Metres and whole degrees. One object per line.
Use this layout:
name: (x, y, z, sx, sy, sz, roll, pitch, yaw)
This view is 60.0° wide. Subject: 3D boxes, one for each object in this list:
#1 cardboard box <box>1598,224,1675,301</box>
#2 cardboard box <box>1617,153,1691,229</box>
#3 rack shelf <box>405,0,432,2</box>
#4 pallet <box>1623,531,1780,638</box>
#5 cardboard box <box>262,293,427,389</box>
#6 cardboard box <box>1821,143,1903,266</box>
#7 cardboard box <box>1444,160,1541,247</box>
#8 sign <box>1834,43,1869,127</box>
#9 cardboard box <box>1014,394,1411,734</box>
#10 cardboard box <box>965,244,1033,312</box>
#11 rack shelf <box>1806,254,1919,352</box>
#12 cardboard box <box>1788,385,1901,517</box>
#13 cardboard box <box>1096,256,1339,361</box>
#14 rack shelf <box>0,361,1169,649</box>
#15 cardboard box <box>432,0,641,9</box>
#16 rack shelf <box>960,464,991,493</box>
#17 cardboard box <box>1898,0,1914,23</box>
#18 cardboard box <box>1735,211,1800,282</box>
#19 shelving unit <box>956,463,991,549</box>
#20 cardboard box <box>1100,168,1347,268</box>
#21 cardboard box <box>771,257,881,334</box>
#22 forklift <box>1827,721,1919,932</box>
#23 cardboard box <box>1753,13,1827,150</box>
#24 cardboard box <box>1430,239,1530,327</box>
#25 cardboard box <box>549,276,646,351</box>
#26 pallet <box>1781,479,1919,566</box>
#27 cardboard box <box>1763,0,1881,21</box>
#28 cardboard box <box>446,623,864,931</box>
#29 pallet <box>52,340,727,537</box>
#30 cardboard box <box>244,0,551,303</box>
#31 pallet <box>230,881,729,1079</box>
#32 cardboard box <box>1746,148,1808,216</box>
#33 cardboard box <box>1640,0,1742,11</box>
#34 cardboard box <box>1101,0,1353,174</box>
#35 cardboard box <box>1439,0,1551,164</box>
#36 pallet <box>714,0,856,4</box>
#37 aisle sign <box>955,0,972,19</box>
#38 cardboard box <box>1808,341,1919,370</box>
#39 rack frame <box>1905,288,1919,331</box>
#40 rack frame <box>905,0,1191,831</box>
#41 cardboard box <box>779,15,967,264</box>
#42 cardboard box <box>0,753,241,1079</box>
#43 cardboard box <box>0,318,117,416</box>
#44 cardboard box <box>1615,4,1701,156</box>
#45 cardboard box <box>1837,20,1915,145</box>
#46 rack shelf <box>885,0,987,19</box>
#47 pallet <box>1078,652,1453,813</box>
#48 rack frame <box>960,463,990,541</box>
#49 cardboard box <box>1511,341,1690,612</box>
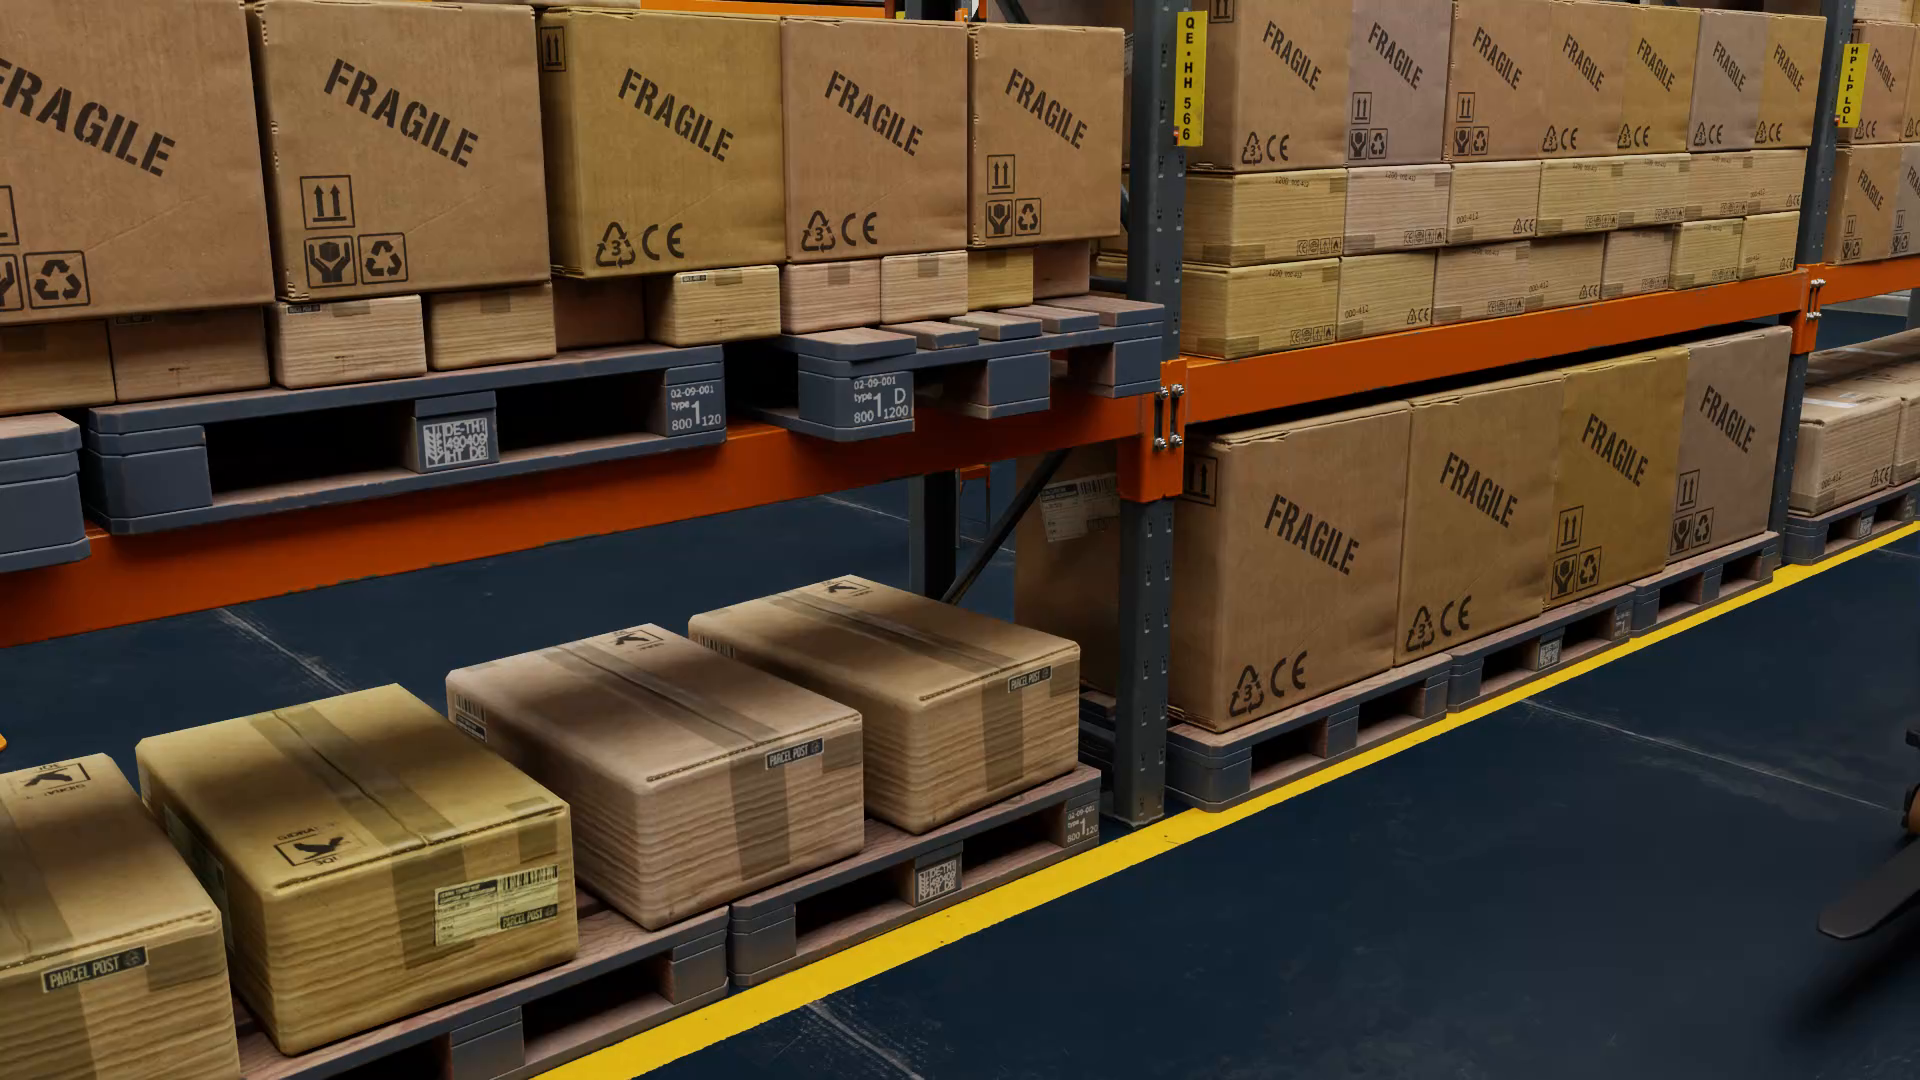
cardboard box: (2.277, -1.050, 6.158, 0.500, 0.250, 0.500, -13, 20, -41)
cardboard box: (2.296, -1.287, 6.078, 0.500, 0.250, 0.500, -12, 19, -38)
rack shelf: (-4.786, -4.107, 12.895, 4.000, 0.370, 1.077, -13, 19, -39)
pallet: (2.696, 0.078, 7.050, 1.213, 0.211, 1.003, -13, 19, -39)
cardboard box: (-1.181, -0.389, 3.066, 0.250, 0.149, 0.380, -12, 19, -37)
cardboard box: (3.754, -1.492, 7.329, 0.500, 0.500, 0.500, -12, 19, -38)
cardboard box: (1.530, -1.114, 5.428, 0.500, 0.250, 0.500, -13, 20, -40)
sign: (3.592, -1.832, 6.706, 0.005, 0.325, 0.100, -13, 19, -39)
cardboard box: (0.786, -0.015, 5.296, 0.875, 0.875, 0.875, -13, 20, -40)
cardboard box: (-0.037, -0.658, 4.074, 0.250, 0.149, 0.380, -12, 19, -39)
rack shelf: (4.737, -1.406, 8.596, 4.000, 0.370, 1.077, -13, 19, -39)
cardboard box: (3.772, -0.465, 7.831, 0.875, 0.438, 0.875, -13, 20, -40)
cardboard box: (0.745, -0.699, 4.844, 0.500, 0.250, 0.500, -13, 20, -40)
rack shelf: (-1.298, -0.051, 3.522, 4.000, 0.370, 1.077, -13, 19, -39)
cardboard box: (-0.838, -1.114, 3.266, 0.250, 0.149, 0.380, -14, 20, -42)
rack shelf: (-0.011, -0.302, 7.659, 0.180, 0.103, 0.258, -13, 19, -39)
cardboard box: (3.985, -2.361, 7.387, 0.250, 0.149, 0.380, -13, 20, -40)
cardboard box: (3.055, -1.217, 6.786, 0.500, 0.250, 0.500, -13, 20, -41)
shelving unit: (-0.011, -0.577, 7.586, 0.189, 1.200, 0.258, -13, 19, -39)
cardboard box: (0.755, -0.944, 4.794, 0.500, 0.250, 0.500, -13, 20, -40)
cardboard box: (-0.393, -0.566, 3.728, 0.250, 0.149, 0.380, -14, 20, -42)
forklift: (3.290, -0.547, 4.116, 3.031, 2.935, 1.130, -13, 20, -40)
cardboard box: (3.056, -1.822, 6.627, 0.500, 0.500, 0.500, -12, 19, -38)
cardboard box: (1.520, -0.877, 5.511, 0.500, 0.250, 0.500, -12, 19, -38)
cardboard box: (-0.863, -0.498, 3.476, 0.250, 0.149, 0.380, -12, 19, -39)
pallet: (3.853, -0.181, 8.020, 1.213, 0.211, 1.003, -13, 19, -39)
cardboard box: (3.637, -2.263, 7.020, 0.250, 0.149, 0.380, -13, 20, -40)
cardboard box: (-0.773, 0.550, 4.158, 0.625, 0.372, 0.950, -13, 20, -40)
pallet: (-1.256, -0.301, 3.438, 1.213, 0.211, 1.003, -13, 19, -39)
cardboard box: (-1.125, -0.733, 3.099, 0.500, 0.500, 0.500, -14, 20, -42)
pallet: (-1.300, 0.948, 3.794, 1.213, 0.211, 1.003, -13, 19, -39)
cardboard box: (3.055, -1.462, 6.733, 0.500, 0.250, 0.500, -13, 20, -39)
cardboard box: (3.252, -2.374, 7.437, 0.250, 0.149, 0.380, -13, 20, -40)
cardboard box: (0.743, -1.305, 4.691, 0.500, 0.500, 0.500, -14, 20, -41)
cardboard box: (1.512, -1.475, 5.329, 0.500, 0.500, 0.500, -12, 19, -38)
pallet: (-1.733, -5.093, 15.363, 1.213, 0.211, 1.003, -13, 19, -39)
aisle sign: (-0.008, -5.232, 16.486, 0.004, 0.787, 0.394, -13, 19, -39)
cardboard box: (5.129, -0.770, 8.970, 0.875, 0.438, 0.875, -12, 19, -38)
rack frame: (6.246, -2.093, 9.772, 0.127, 3.000, 1.000, -13, 19, -39)
rack frame: (0.211, -0.737, 4.698, 0.127, 3.000, 1.000, -13, 19, -39)
cardboard box: (-0.332, -0.911, 3.766, 0.500, 0.500, 0.500, -13, 20, -40)
cardboard box: (-1.873, 0.795, 3.239, 0.625, 0.372, 0.950, -11, 19, -36)
cardboard box: (-1.603, -0.312, 2.780, 0.250, 0.149, 0.380, -12, 19, -39)
cardboard box: (2.275, -1.651, 5.986, 0.500, 0.500, 0.500, -12, 19, -38)
cardboard box: (3.747, -1.980, 7.218, 0.500, 0.500, 0.500, -12, 19, -39)
rack shelf: (-1.606, -3.124, 9.216, 4.000, 0.370, 1.077, -13, 19, -39)
pallet: (0.855, 0.491, 5.503, 1.213, 0.211, 1.003, -13, 19, -39)
rack frame: (0.058, -0.593, 7.644, 0.006, 1.200, 0.240, -13, 19, -39)
cardboard box: (2.137, -0.316, 6.425, 0.875, 0.875, 0.875, -12, 19, -38)
